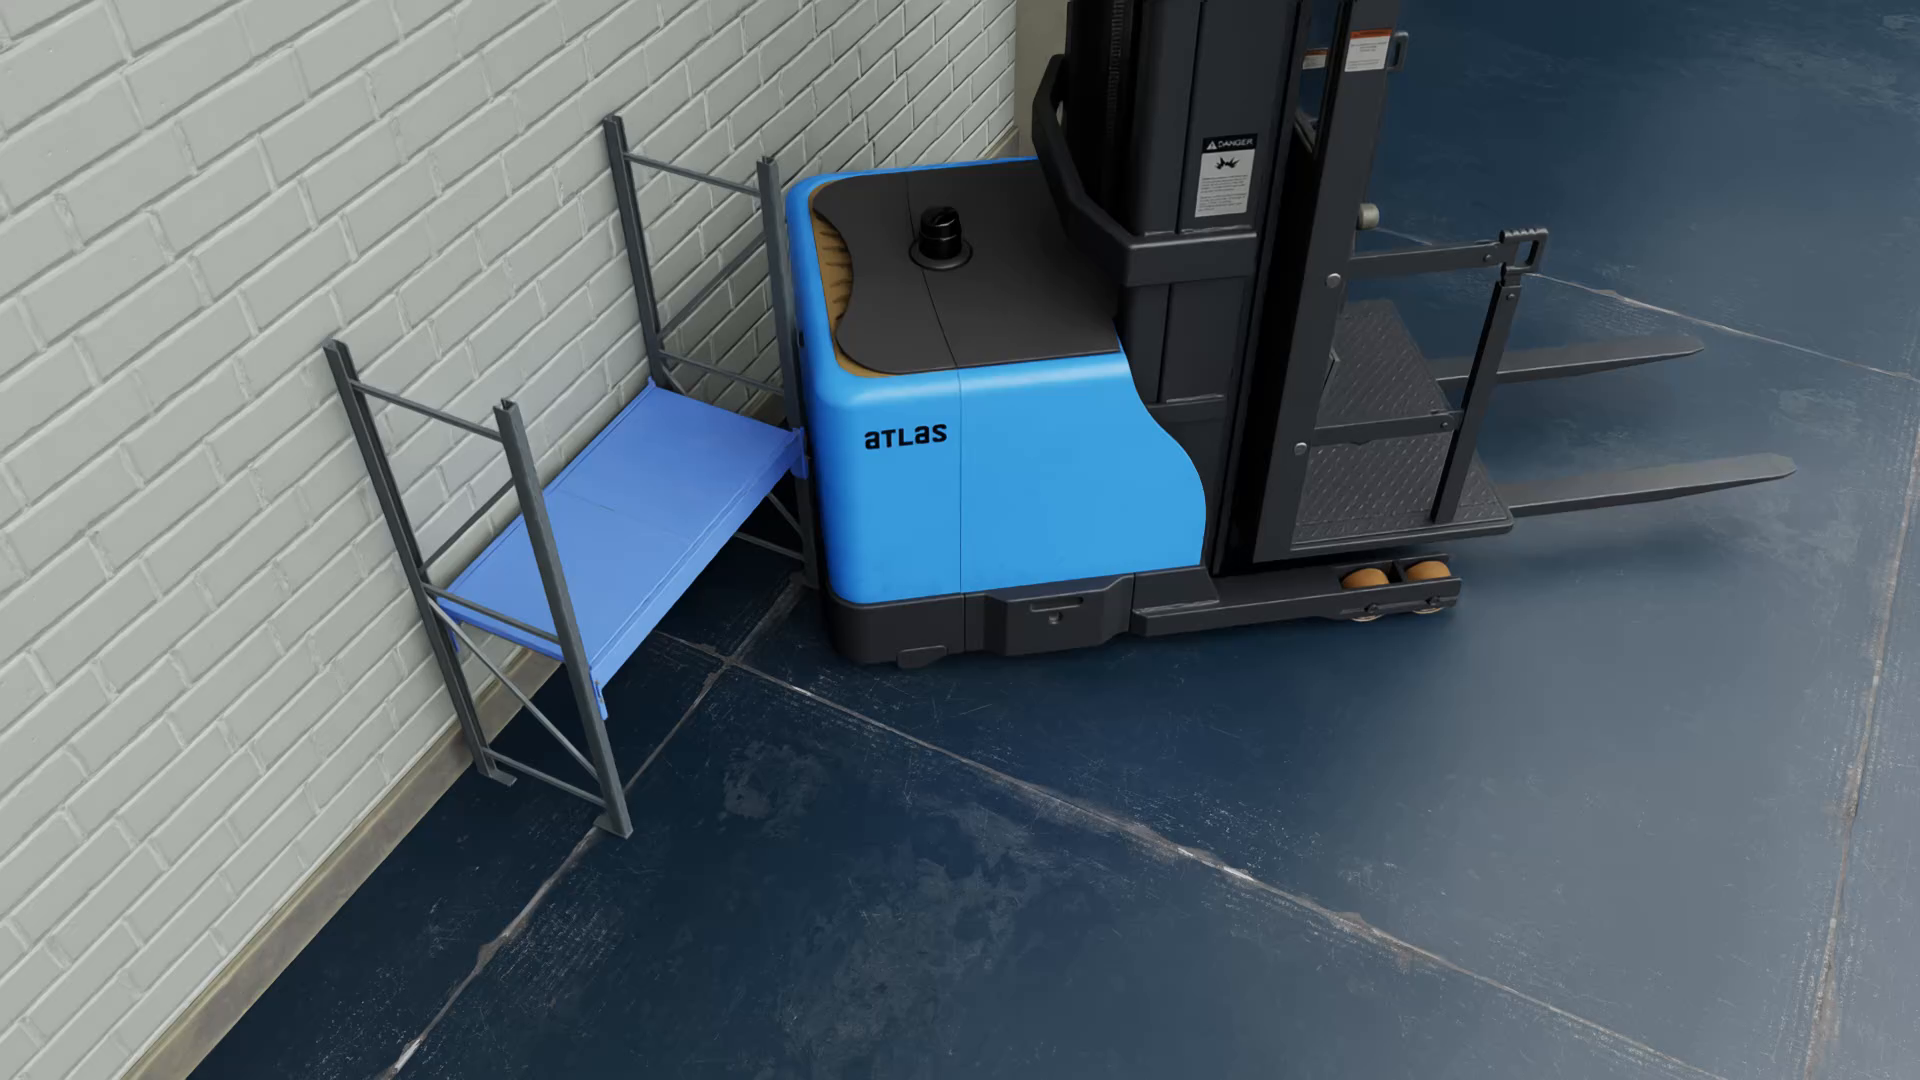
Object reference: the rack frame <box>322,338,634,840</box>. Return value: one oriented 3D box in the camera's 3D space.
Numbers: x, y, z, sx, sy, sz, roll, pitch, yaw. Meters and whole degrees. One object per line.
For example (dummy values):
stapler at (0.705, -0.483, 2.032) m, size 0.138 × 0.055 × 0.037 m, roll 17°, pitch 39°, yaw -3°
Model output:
rack frame at (-1.120, 0.184, 4.010) m, size 0.500 × 1.500 × 0.032 m, roll 19°, pitch 49°, yaw 19°

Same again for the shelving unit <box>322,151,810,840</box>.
shelving unit at (-0.892, -0.136, 4.324) m, size 0.538 × 1.500 × 1.039 m, roll 19°, pitch 49°, yaw 19°

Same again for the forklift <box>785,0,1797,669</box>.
forklift at (1.049, -1.152, 4.328) m, size 3.031 × 2.935 × 1.130 m, roll -7°, pitch 46°, yaw -6°

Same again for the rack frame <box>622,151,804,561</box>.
rack frame at (-0.661, -0.463, 4.645) m, size 0.475 × 1.308 × 0.013 m, roll 19°, pitch 49°, yaw 19°

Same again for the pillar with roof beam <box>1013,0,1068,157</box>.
pillar with roof beam at (4.248, -3.379, 2.263) m, size 9.100 × 9.000 × 0.400 m, roll 20°, pitch 49°, yaw 19°

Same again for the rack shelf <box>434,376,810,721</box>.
rack shelf at (-0.886, -0.012, 4.454) m, size 0.538 × 0.185 × 1.000 m, roll 19°, pitch 49°, yaw 19°
